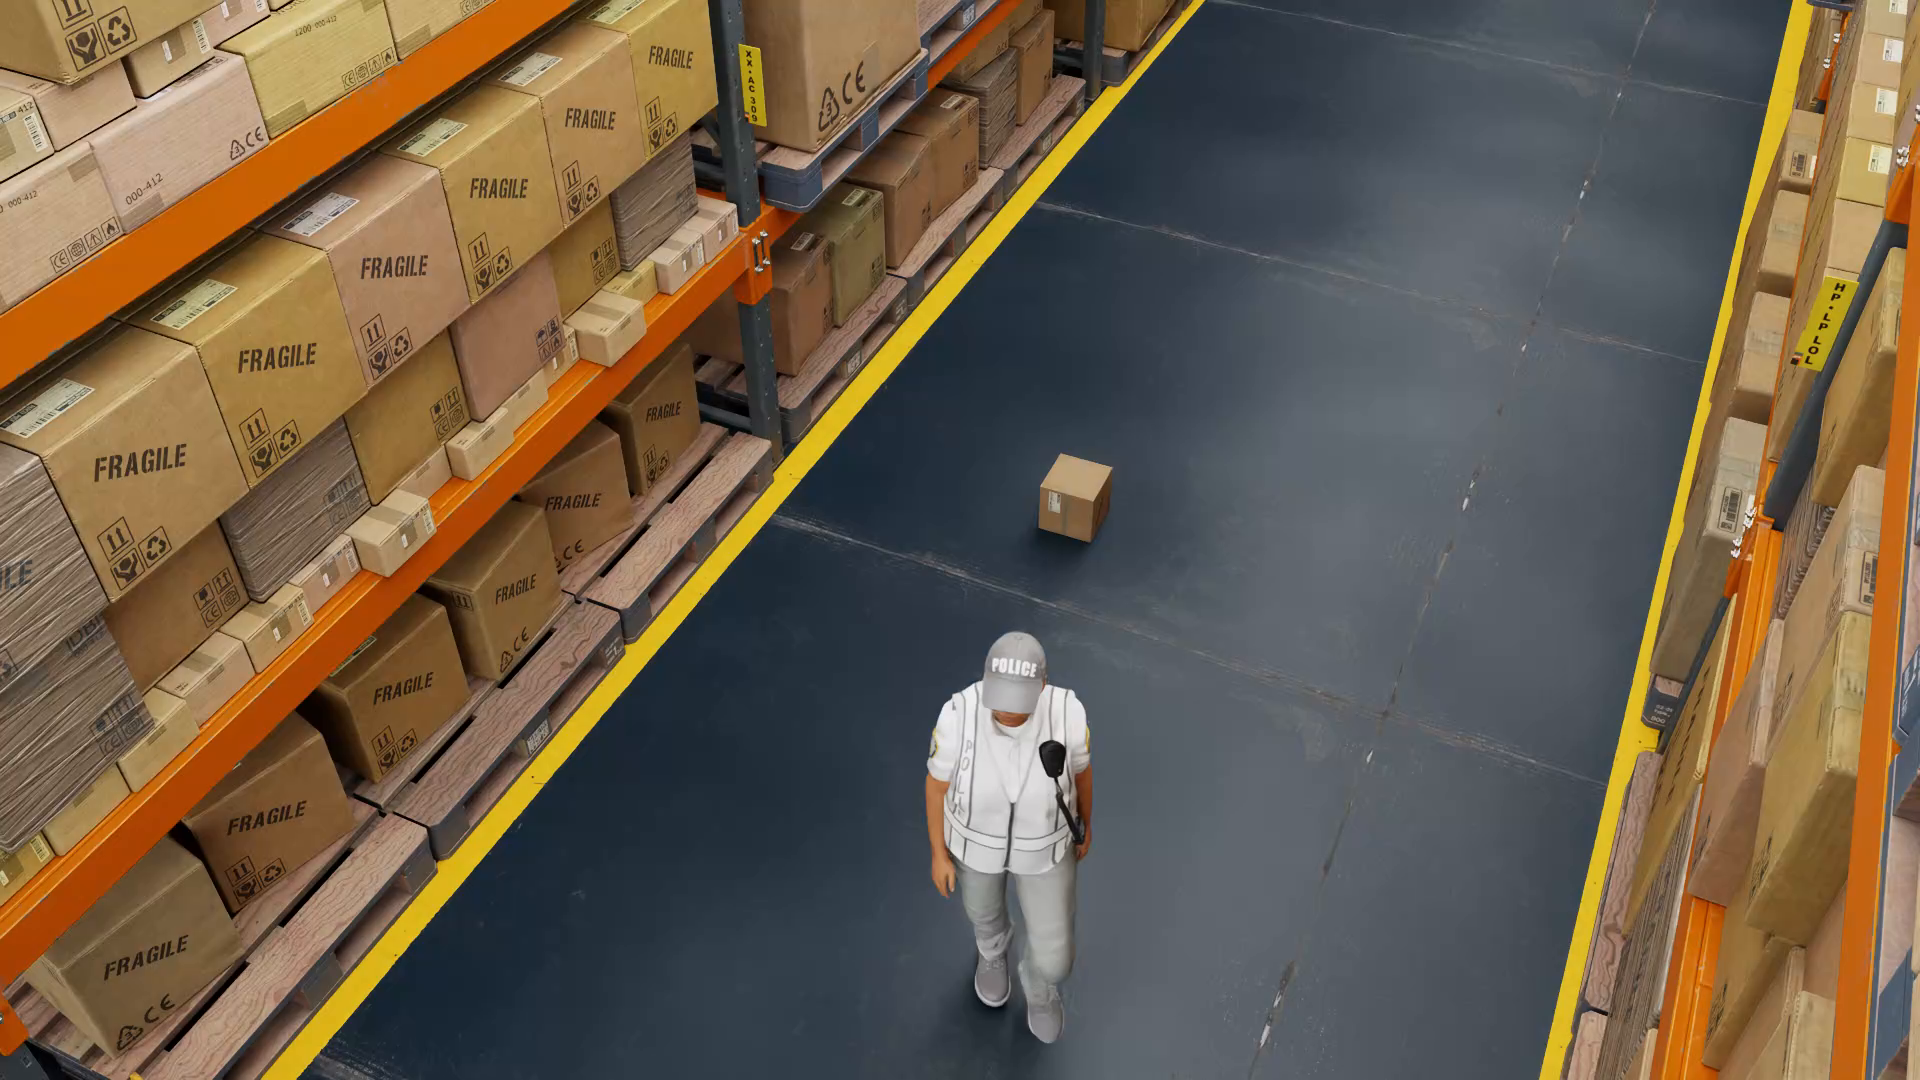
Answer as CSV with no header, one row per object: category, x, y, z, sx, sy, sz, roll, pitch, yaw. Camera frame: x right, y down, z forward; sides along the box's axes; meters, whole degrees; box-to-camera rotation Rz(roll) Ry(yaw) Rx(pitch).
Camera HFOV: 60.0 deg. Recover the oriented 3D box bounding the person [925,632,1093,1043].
person,0.149,0.959,5.113,0.512,1.723,0.492,3,42,3
